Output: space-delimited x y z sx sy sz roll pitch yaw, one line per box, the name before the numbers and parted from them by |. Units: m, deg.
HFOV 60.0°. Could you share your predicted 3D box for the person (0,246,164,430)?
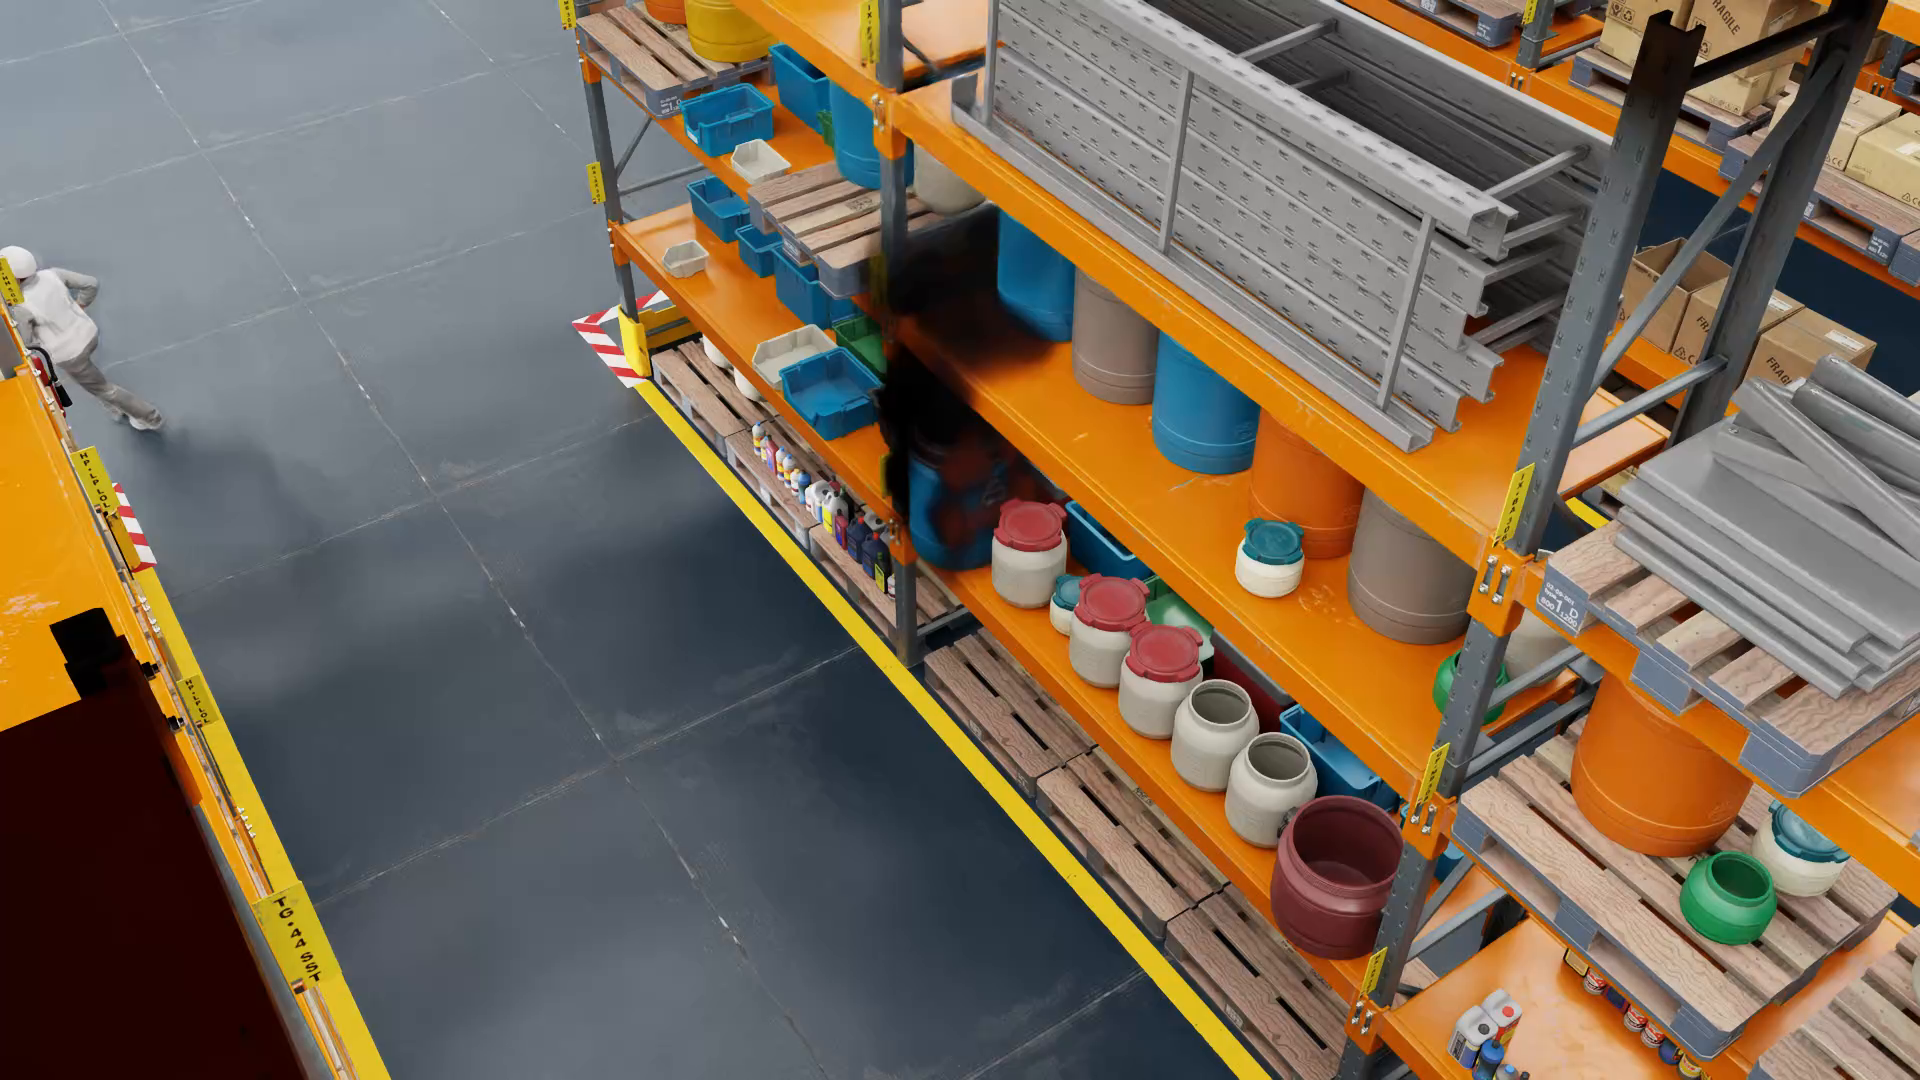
person | -6.372 -1.370 11.994 0.686 1.814 0.697 8 43 9
